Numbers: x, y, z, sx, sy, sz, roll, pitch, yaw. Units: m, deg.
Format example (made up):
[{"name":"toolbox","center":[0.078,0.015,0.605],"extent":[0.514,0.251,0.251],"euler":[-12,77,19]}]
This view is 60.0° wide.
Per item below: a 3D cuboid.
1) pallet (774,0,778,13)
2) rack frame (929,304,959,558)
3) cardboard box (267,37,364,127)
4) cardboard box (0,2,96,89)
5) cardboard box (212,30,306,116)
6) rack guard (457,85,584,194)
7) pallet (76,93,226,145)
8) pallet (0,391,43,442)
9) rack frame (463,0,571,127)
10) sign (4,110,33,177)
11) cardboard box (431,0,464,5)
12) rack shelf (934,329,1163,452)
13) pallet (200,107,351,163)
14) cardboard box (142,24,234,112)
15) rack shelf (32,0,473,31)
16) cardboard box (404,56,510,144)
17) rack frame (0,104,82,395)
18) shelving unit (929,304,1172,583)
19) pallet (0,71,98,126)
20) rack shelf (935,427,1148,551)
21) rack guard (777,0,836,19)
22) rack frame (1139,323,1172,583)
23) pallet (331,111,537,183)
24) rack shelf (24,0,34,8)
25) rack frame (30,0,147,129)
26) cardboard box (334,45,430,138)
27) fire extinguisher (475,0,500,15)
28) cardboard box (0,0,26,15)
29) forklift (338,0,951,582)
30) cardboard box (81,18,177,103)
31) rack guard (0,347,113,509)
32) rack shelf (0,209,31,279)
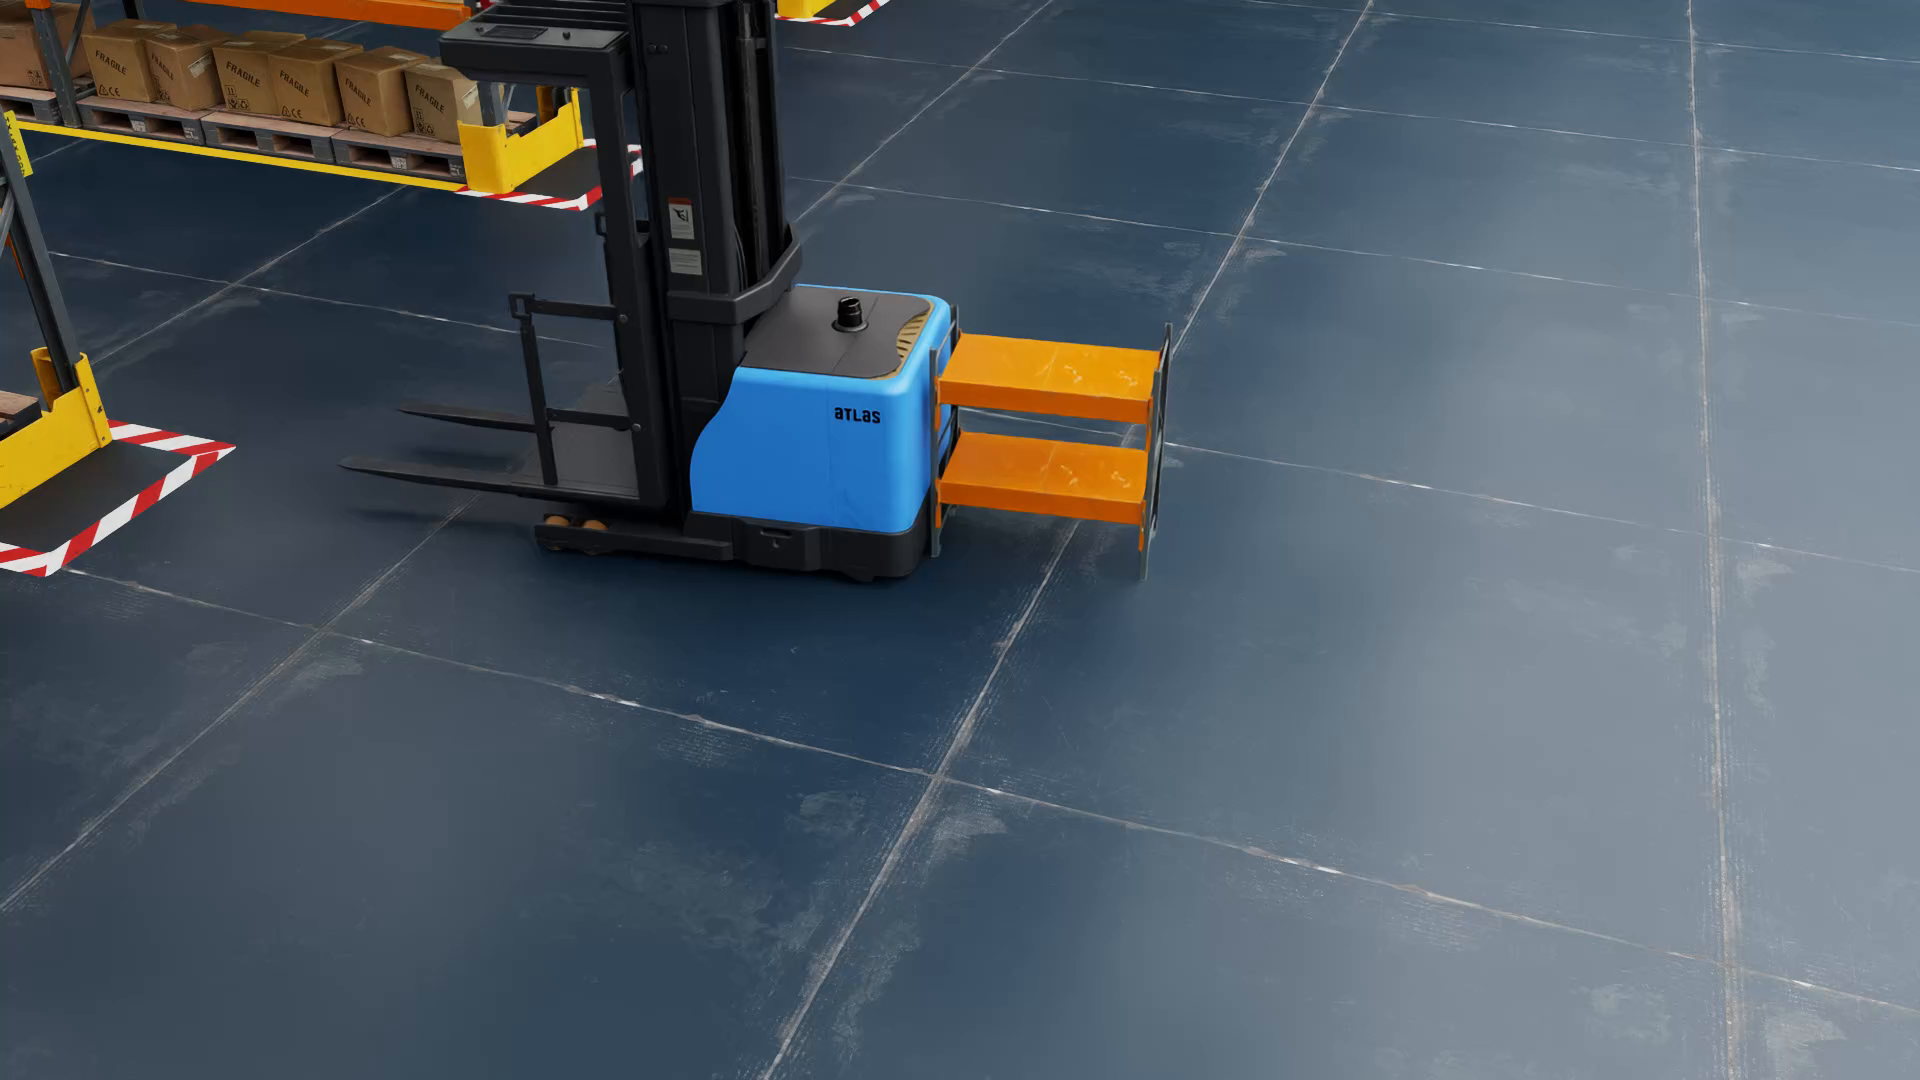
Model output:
[{"name":"pallet","center":[-2.230,-5.545,16.644],"extent":[1.213,0.211,1.003],"euler":[11,34,16]},{"name":"rack frame","center":[-0.073,-0.518,8.015],"extent":[0.032,1.125,0.500],"euler":[7,33,10]},{"name":"cardboard box","center":[-4.959,-3.561,12.917],"extent":[0.500,0.500,0.500],"euler":[14,35,21]},{"name":"cardboard box","center":[-7.556,-4.086,13.712],"extent":[0.500,0.500,0.700],"euler":[8,34,13]},{"name":"cardboard box","center":[-5.469,-3.686,13.111],"extent":[0.500,0.500,0.500],"euler":[8,34,12]},{"name":"rack guard","center":[-3.291,-3.060,12.528],"extent":[0.348,0.500,1.175],"euler":[11,34,16]},{"name":"pallet","center":[-6.341,-3.551,13.556],"extent":[1.213,0.211,1.003],"euler":[11,34,16]},{"name":"pallet","center":[-5.741,-0.537,8.886],"extent":[1.213,0.211,1.003],"euler":[11,34,16]},{"name":"rack frame","center":[-3.219,-4.096,11.828],"extent":[0.127,3.000,1.000],"euler":[11,34,16]},{"name":"sign","center":[-4.701,-1.963,8.270],"extent":[0.005,0.325,0.100],"euler":[11,34,16]},{"name":"cardboard box","center":[-3.557,-3.937,11.814],"extent":[0.250,0.149,0.380],"euler":[11,34,16]},{"name":"rack shelf","center":[0.424,-0.706,7.768],"extent":[1.000,0.278,0.538],"euler":[7,33,10]},{"name":"pallet","center":[-5.188,-3.329,13.212],"extent":[1.213,0.211,1.003],"euler":[11,34,16]},{"name":"cardboard box","center":[-6.080,-3.760,13.225],"extent":[0.500,0.500,0.500],"euler":[23,39,31]},{"name":"rack shelf","center":[-5.102,-4.160,12.590],"extent":[4.000,0.370,1.077],"euler":[11,34,16]},{"name":"cardboard box","center":[-3.802,-3.345,12.583],"extent":[0.500,0.500,0.500],"euler":[18,37,25]},{"name":"rack frame","center":[-4.890,-1.567,7.911],"extent":[0.127,3.000,1.000],"euler":[11,34,16]},{"name":"shelving unit","center":[0.424,-0.461,7.926],"extent":[1.048,1.125,0.538],"euler":[7,33,10]},{"name":"pallet","center":[-7.718,-3.798,13.938],"extent":[1.213,0.211,1.003],"euler":[11,34,16]},{"name":"rack shelf","center":[0.424,-0.255,8.059],"extent":[1.000,0.278,0.538],"euler":[7,33,10]},{"name":"rack guard","center":[-1.428,-5.555,16.394],"extent":[0.348,0.500,1.175],"euler":[11,34,16]},{"name":"rack frame","center":[0.921,-0.403,7.837],"extent":[0.032,1.125,0.500],"euler":[7,33,10]},{"name":"pallet","center":[-4.044,-3.105,12.864],"extent":[1.213,0.211,1.003],"euler":[11,34,16]},{"name":"rack shelf","center":[-8.868,-4.892,13.724],"extent":[4.000,0.370,1.077],"euler":[11,34,16]},{"name":"rack frame","center":[-6.985,-4.828,12.962],"extent":[0.127,3.000,1.000],"euler":[11,34,16]},{"name":"cardboard box","center":[-4.376,-3.437,12.725],"extent":[0.500,0.500,0.500],"euler":[21,38,29]},{"name":"fire extinguisher","center":[-3.267,-3.807,11.452],"extent":[0.183,0.674,0.296],"euler":[11,34,16]},{"name":"cardboard box","center":[-7.998,-4.183,13.862],"extent":[0.500,0.500,0.700],"euler":[11,34,16]},{"name":"forklift","center":[-1.606,-1.431,7.765],"extent":[3.031,2.935,1.130],"euler":[7,33,10]},{"name":"cardboard box","center":[-6.622,-3.860,13.381],"extent":[0.500,0.500,0.500],"euler":[10,34,15]},{"name":"rack guard","center":[-4.978,-0.507,8.574],"extent":[0.348,0.500,1.175],"euler":[11,34,16]},{"name":"rack shelf","center":[-6.773,-1.631,8.673],"extent":[4.000,0.370,1.077],"euler":[11,34,16]}]
